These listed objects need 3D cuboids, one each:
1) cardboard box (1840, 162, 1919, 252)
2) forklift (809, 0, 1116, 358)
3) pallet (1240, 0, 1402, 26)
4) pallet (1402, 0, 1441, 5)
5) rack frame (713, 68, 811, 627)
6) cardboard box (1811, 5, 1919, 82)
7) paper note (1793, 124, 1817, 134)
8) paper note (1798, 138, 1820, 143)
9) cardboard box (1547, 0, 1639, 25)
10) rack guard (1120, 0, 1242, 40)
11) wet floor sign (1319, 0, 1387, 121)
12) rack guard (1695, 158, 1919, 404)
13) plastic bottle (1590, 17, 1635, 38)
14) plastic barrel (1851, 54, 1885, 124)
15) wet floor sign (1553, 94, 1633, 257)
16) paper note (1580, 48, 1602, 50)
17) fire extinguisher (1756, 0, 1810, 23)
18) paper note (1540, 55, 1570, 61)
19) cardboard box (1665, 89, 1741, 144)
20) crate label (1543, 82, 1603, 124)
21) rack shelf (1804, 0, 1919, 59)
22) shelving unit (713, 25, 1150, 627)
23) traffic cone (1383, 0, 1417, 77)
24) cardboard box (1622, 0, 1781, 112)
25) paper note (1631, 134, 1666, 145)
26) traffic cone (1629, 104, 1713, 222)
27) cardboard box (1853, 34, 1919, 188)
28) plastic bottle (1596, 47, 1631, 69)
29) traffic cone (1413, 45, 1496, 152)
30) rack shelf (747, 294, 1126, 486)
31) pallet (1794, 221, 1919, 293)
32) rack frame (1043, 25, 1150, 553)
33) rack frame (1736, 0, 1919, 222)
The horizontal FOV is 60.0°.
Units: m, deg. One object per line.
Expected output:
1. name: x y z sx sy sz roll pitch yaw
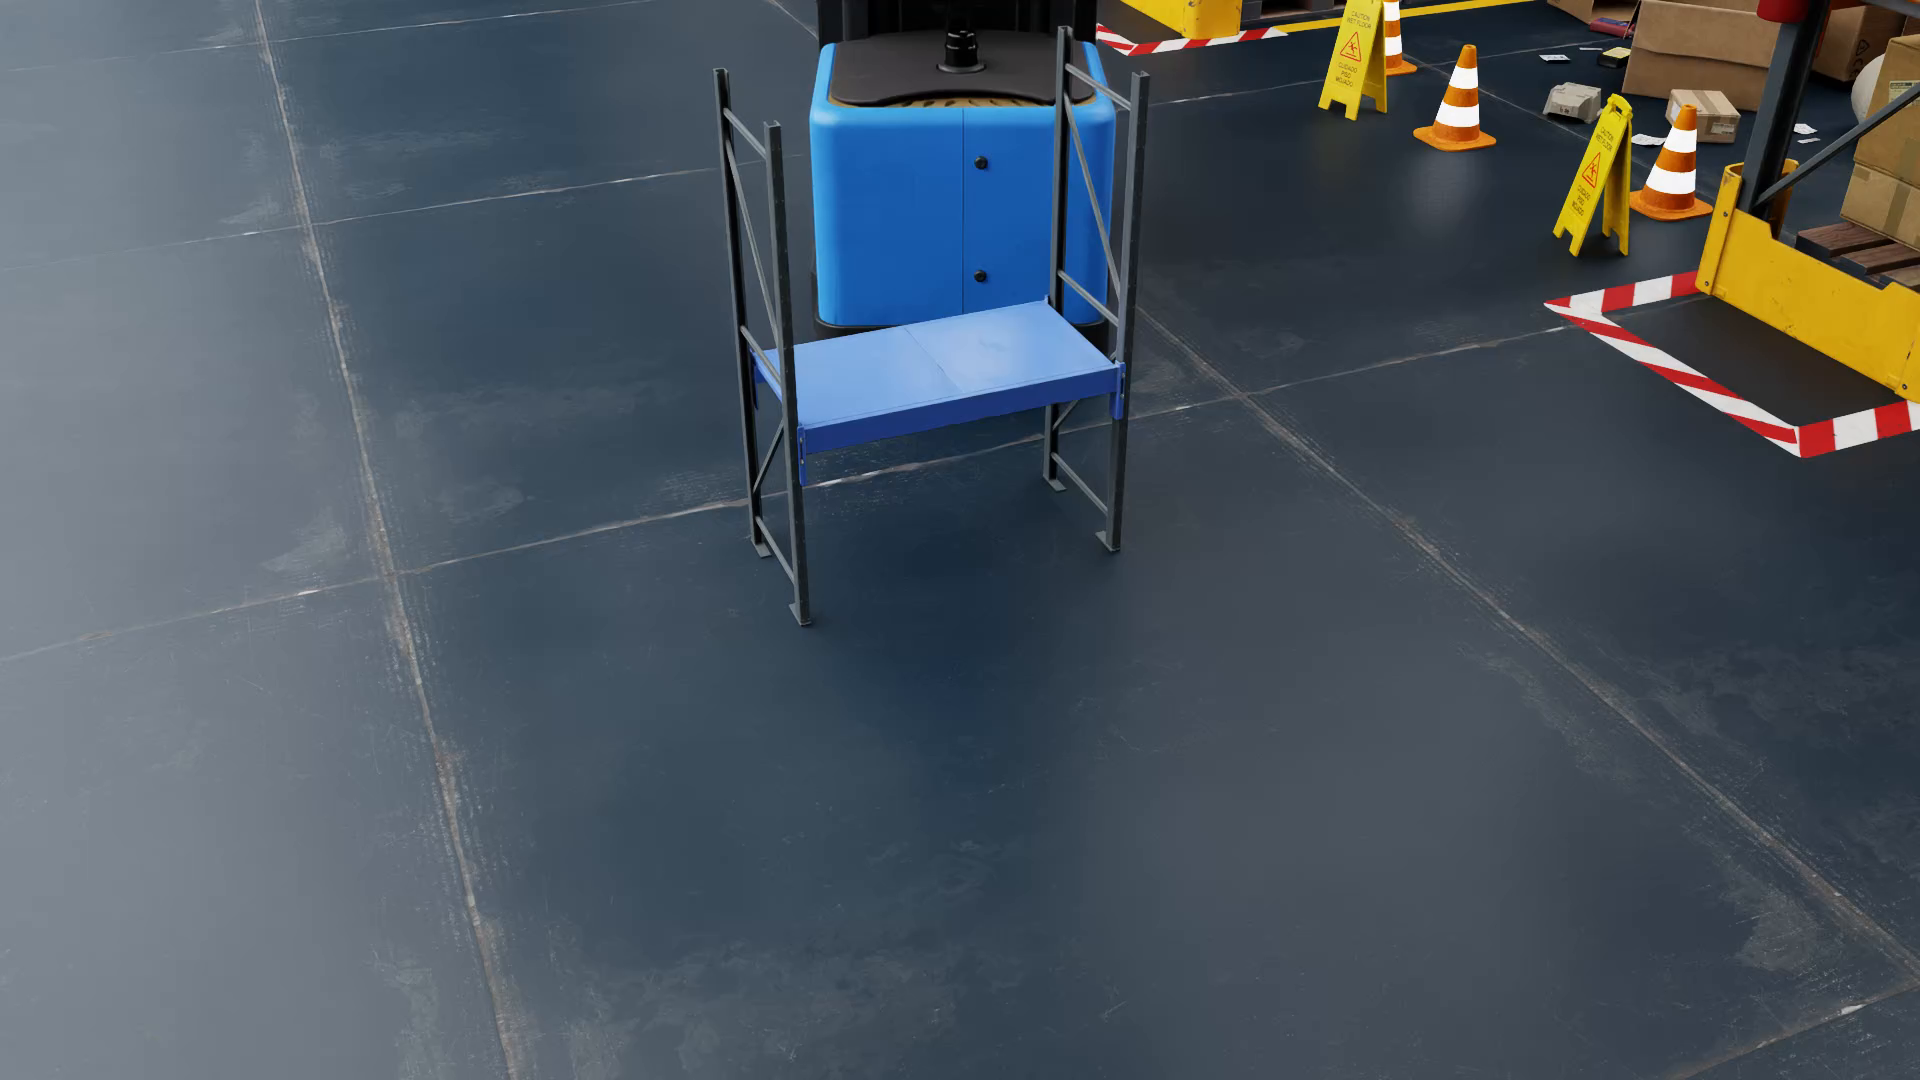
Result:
1. cardboard box: 3.990 -1.380 6.757 0.500 0.250 0.500 -13 35 -19
2. forklift: -0.016 -2.540 6.467 1.130 2.935 3.031 -1 33 -1
3. pallet: 2.024 -3.552 10.516 1.213 0.211 1.003 -13 35 -19
4. pallet: 3.147 -3.808 10.909 1.213 0.211 1.003 -13 35 -19
5. rack frame: -0.547 -0.503 4.648 0.032 1.500 0.500 -13 35 -19
6. cardboard box: 4.825 -2.901 9.123 0.503 0.637 0.797 -13 35 -19
7. paper note: 4.269 -2.101 8.461 0.142 0.019 0.148 -2 33 -2
8. paper note: 4.243 -1.996 8.308 0.123 0.001 0.032 -13 35 -19
9. cardboard box: 3.971 -3.467 10.118 0.500 0.500 0.500 -7 34 -11
10. rack guard: 1.295 -3.460 10.110 0.348 0.500 1.175 -13 35 -19
11. wet floor sign: 2.057 -2.525 8.538 0.232 0.644 0.267 -19 38 -27
12. rack guard: 3.396 -1.014 6.350 0.348 0.500 1.175 -13 35 -19
13. plastic bottle: 3.896 -3.030 9.851 0.133 0.061 0.283 -27 42 -35
14. plastic barrel: 4.645 -2.163 8.186 0.421 0.421 0.512 10 34 14
15. wet floor sign: 2.737 -1.557 7.051 0.232 0.644 0.267 -2 33 -2
16. paper note: 3.642 -2.834 9.597 0.123 0.001 0.032 4 33 6
17. fire extinguisher: 3.042 -2.221 5.983 0.183 0.674 0.296 -13 35 -19
18. paper note: 3.382 -2.737 9.429 0.142 0.017 0.144 -2 33 -2
19. cardboard box: 3.752 -2.143 8.407 0.250 0.149 0.380 4 33 6
20. crate label: 3.181 -2.269 8.611 0.250 0.136 0.298 23 39 30
21. rack shelf: 5.170 -2.166 6.488 4.000 0.370 1.077 -13 35 -19
22. shelving unit: -0.079 -0.611 4.813 1.048 1.500 0.538 -13 35 -19
23. traffic cone: 2.356 -2.848 9.203 0.334 0.463 0.336 -13 35 -19
24. cardboard box: 3.966 -2.643 8.851 0.797 0.503 0.637 16 36 23
25. paper note: 3.427 -2.001 8.298 0.142 0.019 0.148 -27 42 -35
26. traffic cone: 3.223 -1.722 7.472 0.334 0.463 0.336 -13 35 -19
27. cardboard box: 3.964 -1.683 6.536 0.500 0.500 0.500 -13 35 -19
28. plastic bottle: 3.729 -2.733 9.394 0.283 0.061 0.133 -27 42 -35
29. traffic cone: 2.480 -2.208 8.219 0.334 0.463 0.336 -13 35 -19
30. rack shelf: -0.079 -0.460 4.911 1.000 0.185 0.538 -13 35 -19
31. pallet: 4.159 -1.046 6.665 1.213 0.211 1.003 -13 35 -19
32. rack frame: 0.390 -0.718 4.978 0.032 1.500 0.500 -13 35 -19
33. rack frame: 3.326 -2.045 5.643 0.127 3.000 1.000 -13 35 -19
